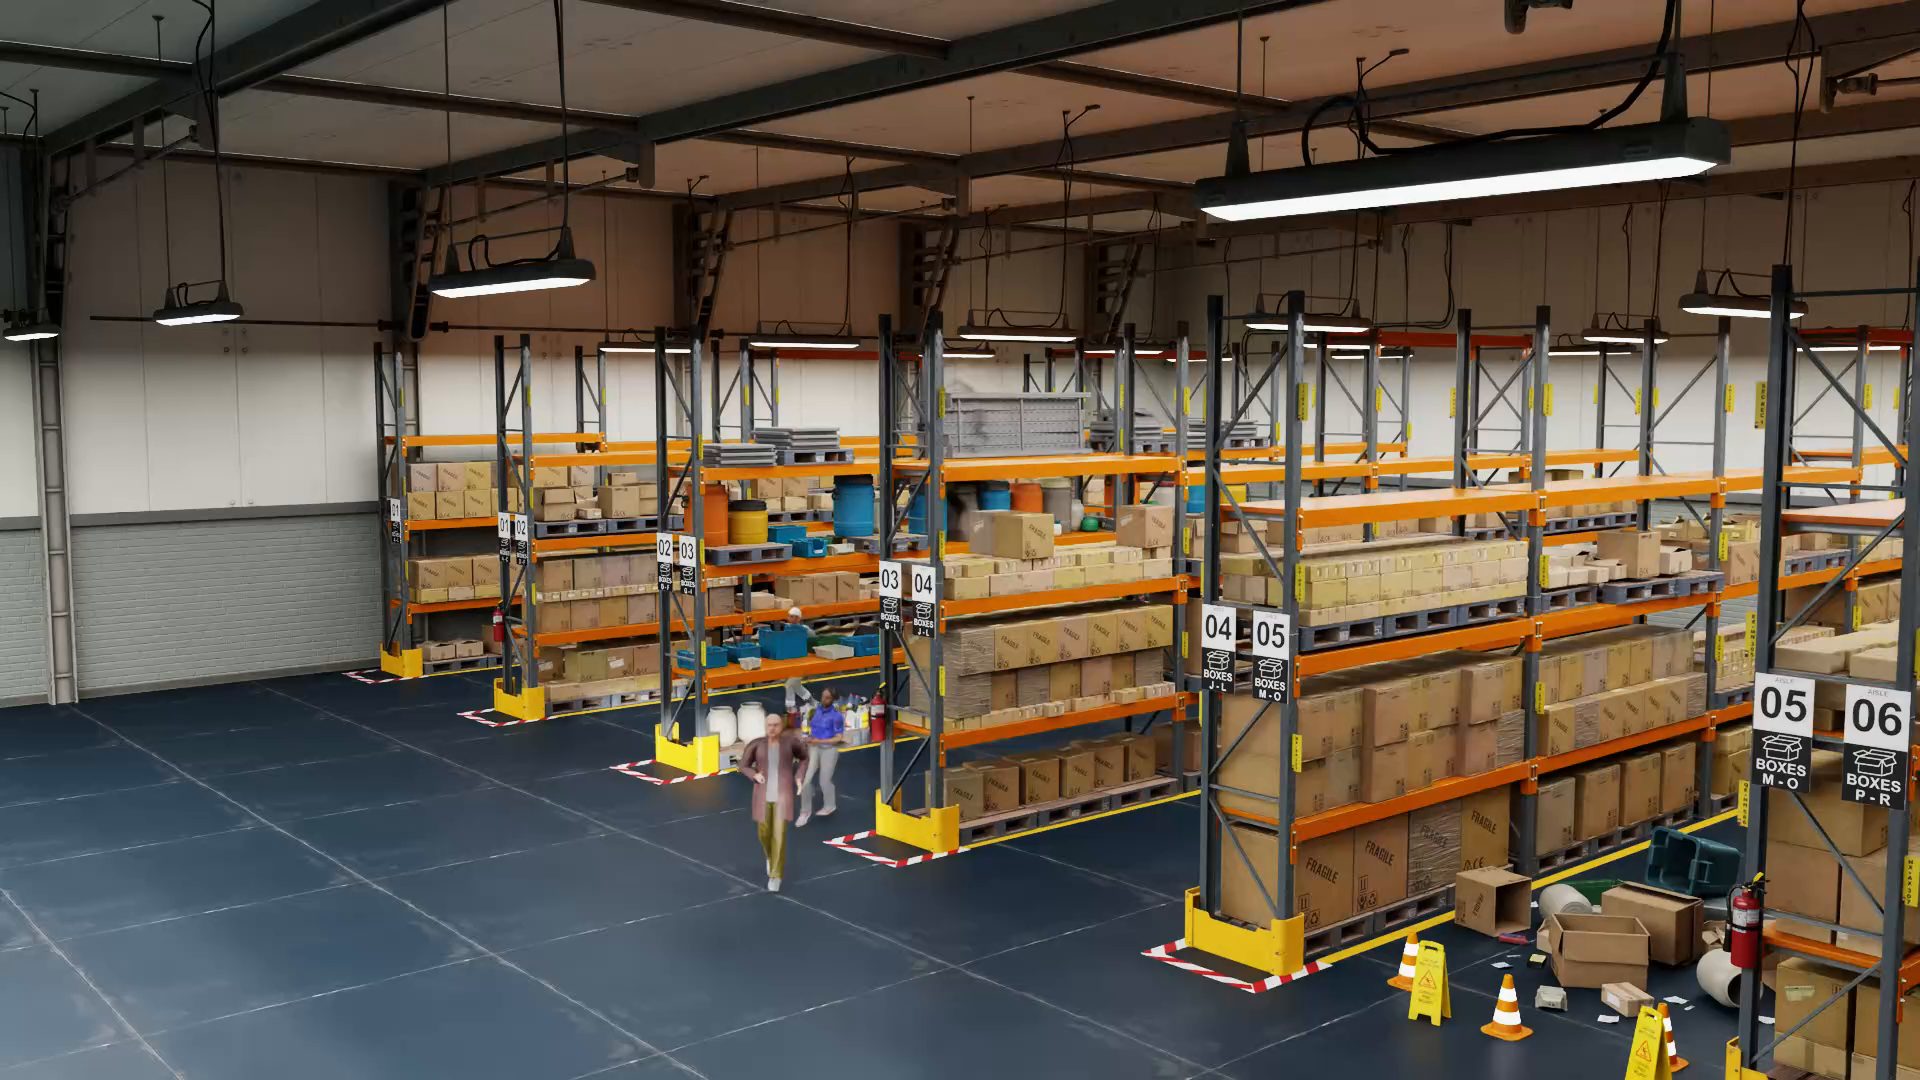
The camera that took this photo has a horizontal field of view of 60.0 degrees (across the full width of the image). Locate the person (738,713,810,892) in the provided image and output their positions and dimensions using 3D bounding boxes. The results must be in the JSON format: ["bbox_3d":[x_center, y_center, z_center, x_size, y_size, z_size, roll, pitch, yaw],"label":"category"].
[{"bbox_3d":[-1.946,2.682,17.338,0.724,1.765,0.954,0,5,2],"label":"person"}]

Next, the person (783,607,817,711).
[{"bbox_3d":[-2.533,1.929,25.666,0.922,1.799,0.646,-5,7,-43],"label":"person"}]

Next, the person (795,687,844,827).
[{"bbox_3d":[-1.598,2.573,19.746,0.571,1.694,0.672,3,6,27],"label":"person"}]
